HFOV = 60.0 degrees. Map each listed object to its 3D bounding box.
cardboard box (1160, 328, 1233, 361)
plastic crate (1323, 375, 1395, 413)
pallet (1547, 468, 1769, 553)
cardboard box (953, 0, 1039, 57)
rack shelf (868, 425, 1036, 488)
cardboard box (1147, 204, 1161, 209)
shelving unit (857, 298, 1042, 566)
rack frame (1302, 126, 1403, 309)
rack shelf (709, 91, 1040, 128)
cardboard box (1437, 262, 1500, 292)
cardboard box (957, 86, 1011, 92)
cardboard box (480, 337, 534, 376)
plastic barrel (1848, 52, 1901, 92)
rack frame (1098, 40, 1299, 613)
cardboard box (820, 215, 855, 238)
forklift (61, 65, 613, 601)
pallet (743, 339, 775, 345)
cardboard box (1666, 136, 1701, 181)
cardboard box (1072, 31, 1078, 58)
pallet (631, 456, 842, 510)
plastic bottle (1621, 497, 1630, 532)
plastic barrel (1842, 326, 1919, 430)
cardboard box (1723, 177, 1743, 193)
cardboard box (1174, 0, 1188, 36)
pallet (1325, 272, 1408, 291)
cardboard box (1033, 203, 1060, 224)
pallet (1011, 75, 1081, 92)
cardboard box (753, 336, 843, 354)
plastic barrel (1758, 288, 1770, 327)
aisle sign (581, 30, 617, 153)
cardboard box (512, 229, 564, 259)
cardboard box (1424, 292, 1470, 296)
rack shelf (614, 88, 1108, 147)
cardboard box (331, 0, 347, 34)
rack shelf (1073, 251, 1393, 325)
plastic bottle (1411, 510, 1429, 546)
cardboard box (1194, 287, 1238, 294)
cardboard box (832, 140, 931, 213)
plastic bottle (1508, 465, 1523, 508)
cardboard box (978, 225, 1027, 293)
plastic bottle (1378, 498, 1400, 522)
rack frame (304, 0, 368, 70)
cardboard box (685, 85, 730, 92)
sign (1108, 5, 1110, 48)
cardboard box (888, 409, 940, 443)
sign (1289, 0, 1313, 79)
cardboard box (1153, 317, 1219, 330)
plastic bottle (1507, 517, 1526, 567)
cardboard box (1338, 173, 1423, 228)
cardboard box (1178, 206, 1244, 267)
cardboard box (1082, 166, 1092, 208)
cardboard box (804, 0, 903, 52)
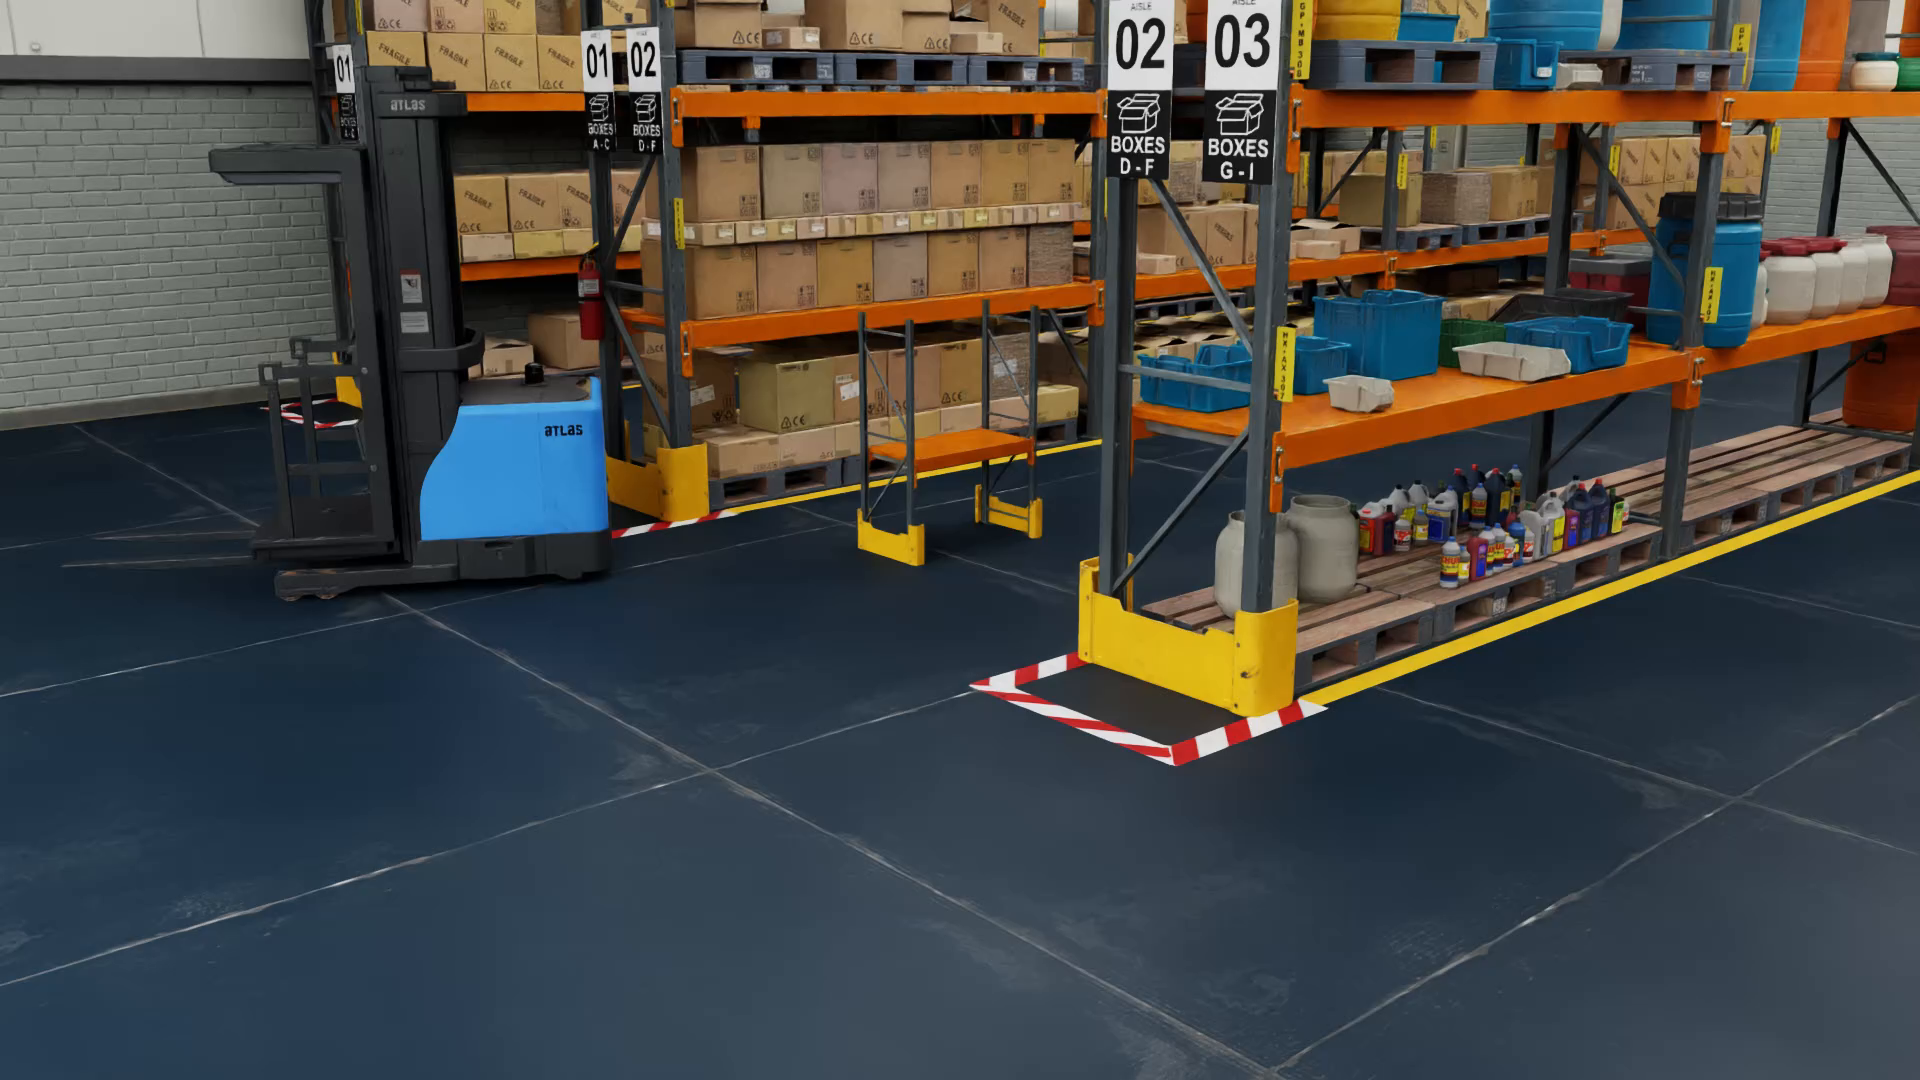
[{"bbox_3d":[2.079,-1.725,14.823,0.500,0.311,0.500,-14,20,-41],"label":"cardboard box"},{"bbox_3d":[1.951,-0.705,8.089,0.250,0.136,0.298,-13,19,-39],"label":"plastic crate"},{"bbox_3d":[4.649,-0.215,11.145,1.213,0.211,1.003,-13,19,-39],"label":"pallet"},{"bbox_3d":[0.280,-4.120,13.272,0.500,0.500,0.500,-11,18,-35],"label":"cardboard box"},{"bbox_3d":[-0.064,-0.536,10.549,1.000,0.185,0.538,-13,19,-39],"label":"rack shelf"},{"bbox_3d":[2.349,-4.232,21.228,0.250,0.149,0.380,-12,19,-38],"label":"cardboard box"},{"bbox_3d":[-0.058,-0.712,10.508,1.083,1.500,0.587,-13,19,-39],"label":"shelving unit"},{"bbox_3d":[3.851,-3.064,16.408,0.127,3.000,1.000,-13,19,-39],"label":"rack frame"},{"bbox_3d":[-0.913,-4.791,18.454,4.000,0.370,1.077,-13,19,-39],"label":"rack shelf"},{"bbox_3d":[5.589,-2.905,18.351,0.500,0.250,0.500,-13,19,-39],"label":"cardboard box"},{"bbox_3d":[0.230,-5.269,18.985,0.500,0.311,0.500,-13,19,-39],"label":"cardboard box"},{"bbox_3d":[-4.428,-1.782,15.968,0.500,0.311,0.500,-11,18,-35],"label":"cardboard box"},{"bbox_3d":[6.293,-3.221,11.450,0.301,0.262,0.301,0,15,0],"label":"plastic barrel"},{"bbox_3d":[1.064,-0.744,7.722,0.127,3.000,1.000,-13,19,-39],"label":"rack frame"},{"bbox_3d":[-0.969,-2.270,11.986,0.250,0.149,0.380,-14,20,-41],"label":"cardboard box"},{"bbox_3d":[-3.634,-1.218,9.629,3.031,2.935,1.130,-3,15,-12],"label":"forklift"},{"bbox_3d":[-1.835,-2.135,18.334,1.213,0.211,1.003,-13,19,-39],"label":"pallet"},{"bbox_3d":[8.574,-4.560,19.878,0.500,0.500,0.500,-12,19,-38],"label":"cardboard box"},{"bbox_3d":[1.289,-5.931,20.283,0.500,0.500,0.700,-14,20,-42],"label":"cardboard box"},{"bbox_3d":[-1.635,-0.499,12.210,1.213,0.211,1.003,-13,19,-39],"label":"pallet"},{"bbox_3d":[4.013,-0.160,10.106,0.097,0.201,0.097,0,15,0],"label":"plastic bottle"},{"bbox_3d":[7.457,-1.340,13.344,0.708,0.830,0.600,-13,19,-39],"label":"plastic barrel"},{"bbox_3d":[9.337,-4.250,20.655,0.500,0.500,0.500,-12,19,-39],"label":"cardboard box"},{"bbox_3d":[1.739,-4.526,14.093,0.500,0.500,0.500,-10,18,-34],"label":"cardboard box"},{"bbox_3d":[6.079,-3.885,24.886,1.213,0.211,1.003,-13,19,-39],"label":"pallet"},{"bbox_3d":[0.581,-2.619,13.291,0.250,0.149,0.380,-13,20,-41],"label":"cardboard box"},{"bbox_3d":[1.047,-5.505,20.101,1.003,0.211,1.213,-12,19,-37],"label":"pallet"},{"bbox_3d":[-1.231,-1.267,12.740,0.500,0.500,0.500,-13,19,-39],"label":"cardboard box"},{"bbox_3d":[5.181,-1.549,11.004,0.301,0.262,0.301,0,15,0],"label":"plastic barrel"},{"bbox_3d":[-2.427,-3.011,11.172,0.004,0.787,0.394,-13,19,-39],"label":"aisle sign"},{"bbox_3d":[-4.092,-2.806,15.696,0.500,0.250,0.500,-13,20,-40],"label":"cardboard box"},{"bbox_3d":[5.184,-2.451,18.104,0.500,0.500,0.500,-14,20,-41],"label":"cardboard box"},{"bbox_3d":[-0.676,-3.149,12.309,4.000,0.370,1.077,-13,19,-39],"label":"rack shelf"},{"bbox_3d":[-5.285,-4.787,14.875,0.500,0.500,0.500,-12,19,-37],"label":"cardboard box"},{"bbox_3d":[2.342,-2.378,15.233,4.000,0.370,1.077,-13,19,-39],"label":"rack shelf"},{"bbox_3d":[2.709,-0.075,9.786,0.097,0.201,0.097,0,15,0],"label":"plastic bottle"},{"bbox_3d":[3.208,-3.734,22.269,0.750,0.750,0.750,-12,19,-39],"label":"cardboard box"},{"bbox_3d":[-0.633,-2.730,12.450,0.500,0.500,0.700,-13,19,-39],"label":"cardboard box"},{"bbox_3d":[3.554,-0.347,10.672,0.097,0.271,0.097,0,15,0],"label":"plastic bottle"},{"bbox_3d":[0.109,-2.268,13.233,0.500,0.500,0.700,-13,20,-40],"label":"cardboard box"},{"bbox_3d":[2.475,-0.098,9.729,0.135,0.276,0.152,-13,20,-41],"label":"plastic bottle"},{"bbox_3d":[-5.439,-5.571,14.169,0.127,3.000,1.000,-13,19,-39],"label":"rack frame"},{"bbox_3d":[-2.642,-4.723,16.575,0.500,0.500,0.500,-12,19,-38],"label":"cardboard box"},{"bbox_3d":[1.199,-4.016,13.004,0.005,0.325,0.100,-13,19,-39],"label":"sign"},{"bbox_3d":[-0.501,-0.885,12.763,0.500,0.250,0.500,-13,19,-39],"label":"cardboard box"},{"bbox_3d":[1.422,-2.090,6.930,0.005,0.325,0.100,-13,19,-39],"label":"sign"},{"bbox_3d":[2.098,-1.914,15.531,0.500,0.311,0.500,-13,20,-40],"label":"cardboard box"},{"bbox_3d":[3.123,0.006,9.350,0.097,0.271,0.097,0,15,0],"label":"plastic bottle"},{"bbox_3d":[4.252,-3.444,16.823,0.700,0.500,0.500,8,17,28],"label":"cardboard box"},{"bbox_3d":[2.198,-2.736,14.986,0.500,0.500,0.500,-13,19,-39],"label":"cardboard box"},{"bbox_3d":[1.532,-4.349,20.409,0.500,0.500,0.500,-12,19,-38],"label":"cardboard box"},{"bbox_3d":[-0.752,-3.705,11.716,0.500,0.500,0.500,-13,19,-39],"label":"cardboard box"}]
